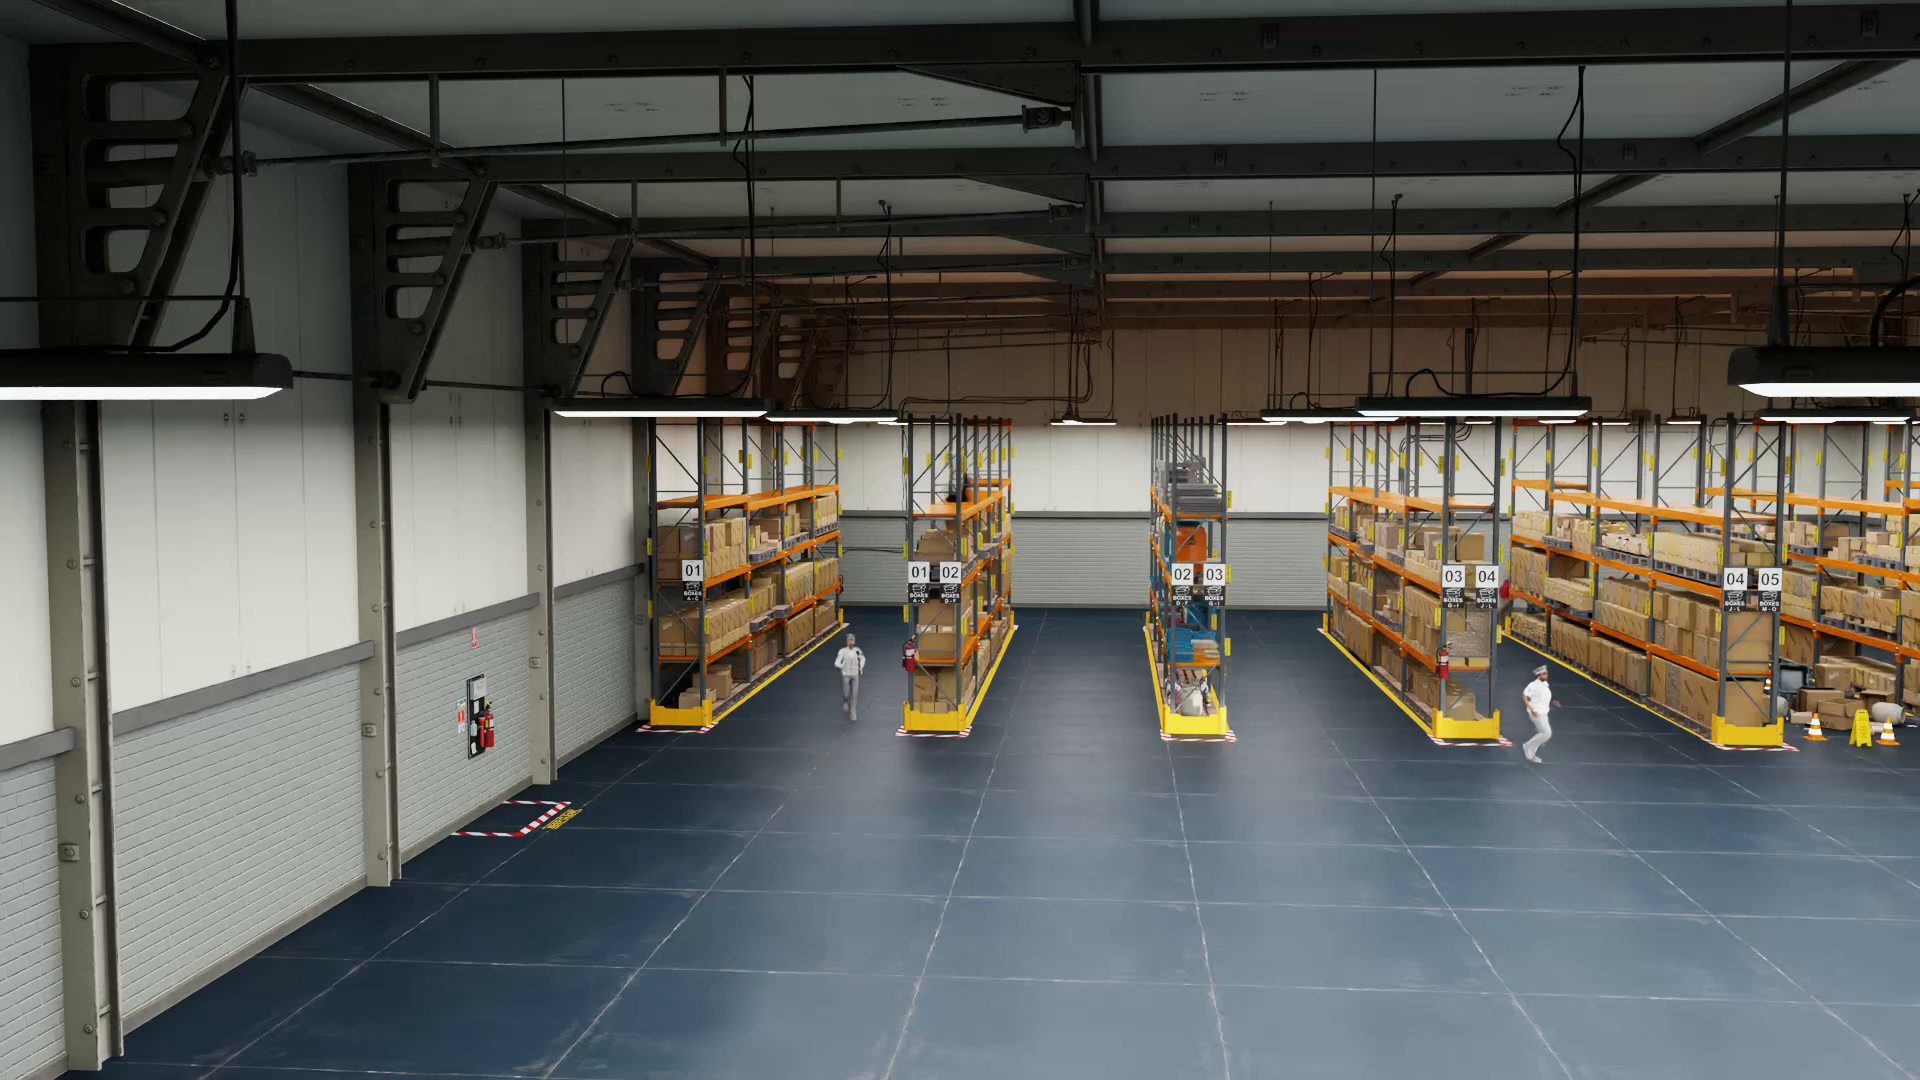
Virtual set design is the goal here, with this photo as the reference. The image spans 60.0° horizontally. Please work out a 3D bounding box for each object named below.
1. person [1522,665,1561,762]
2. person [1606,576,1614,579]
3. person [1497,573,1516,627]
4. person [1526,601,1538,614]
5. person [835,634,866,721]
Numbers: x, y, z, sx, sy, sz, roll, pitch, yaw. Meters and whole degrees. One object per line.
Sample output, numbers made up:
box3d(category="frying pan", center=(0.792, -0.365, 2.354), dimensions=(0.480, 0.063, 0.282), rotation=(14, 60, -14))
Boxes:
box3d(category="person", center=(9.978, 2.971, 28.484), dimensions=(0.564, 1.668, 0.561), rotation=(4, 5, 44))
box3d(category="person", center=(17.355, 1.856, 44.427), dimensions=(0.657, 1.772, 0.869), rotation=(-1, 4, -10))
box3d(category="person", center=(15.587, 1.744, 47.422), dimensions=(0.743, 1.642, 0.758), rotation=(1, 4, 11))
box3d(category="person", center=(16.272, 1.687, 47.016), dimensions=(0.773, 1.751, 0.728), rotation=(0, 4, 2))
box3d(category="person", center=(-2.143, 2.664, 32.687), dimensions=(0.618, 1.667, 0.893), rotation=(-1, 4, -9))
